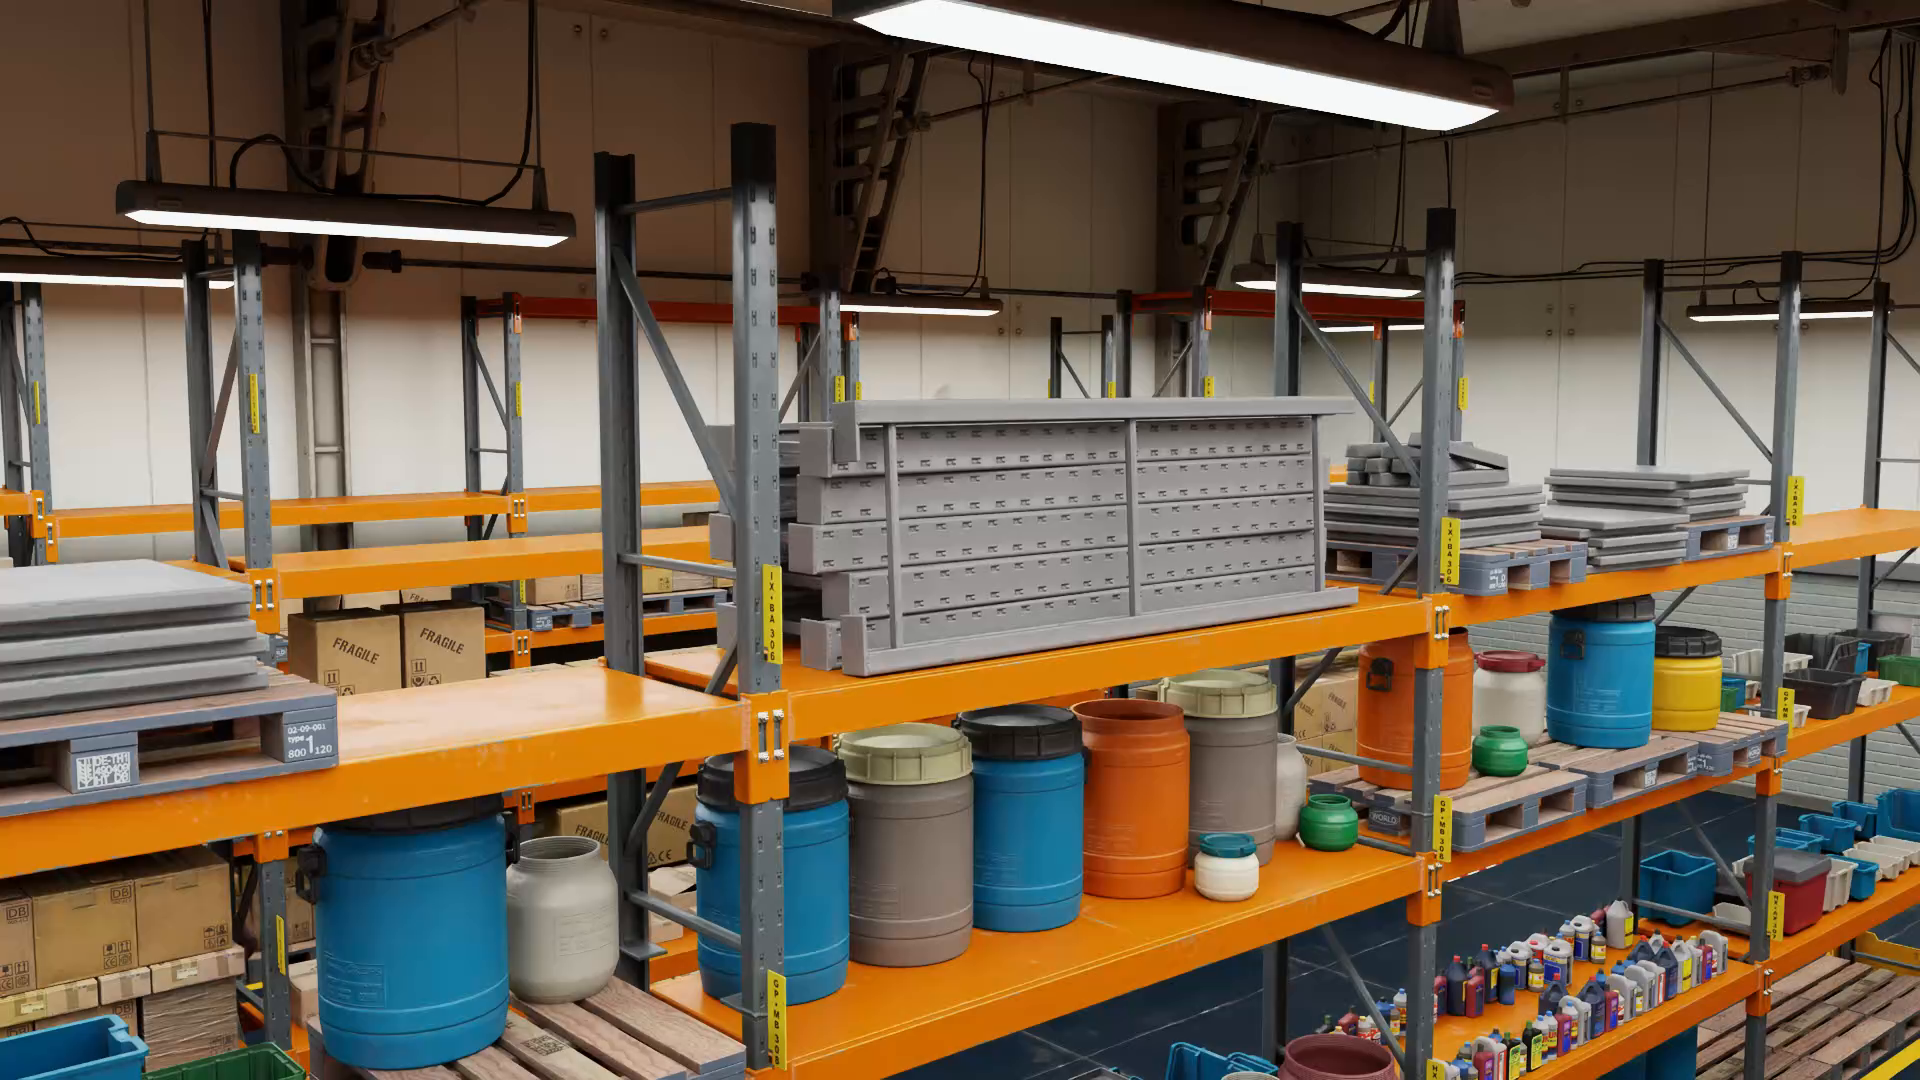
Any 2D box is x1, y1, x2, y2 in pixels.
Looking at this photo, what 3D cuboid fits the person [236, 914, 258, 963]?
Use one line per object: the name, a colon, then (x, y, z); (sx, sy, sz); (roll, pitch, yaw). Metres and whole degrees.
person: (-5.248, 3.187, 11.456); (0.692, 1.833, 0.850); (4, 7, 38)
